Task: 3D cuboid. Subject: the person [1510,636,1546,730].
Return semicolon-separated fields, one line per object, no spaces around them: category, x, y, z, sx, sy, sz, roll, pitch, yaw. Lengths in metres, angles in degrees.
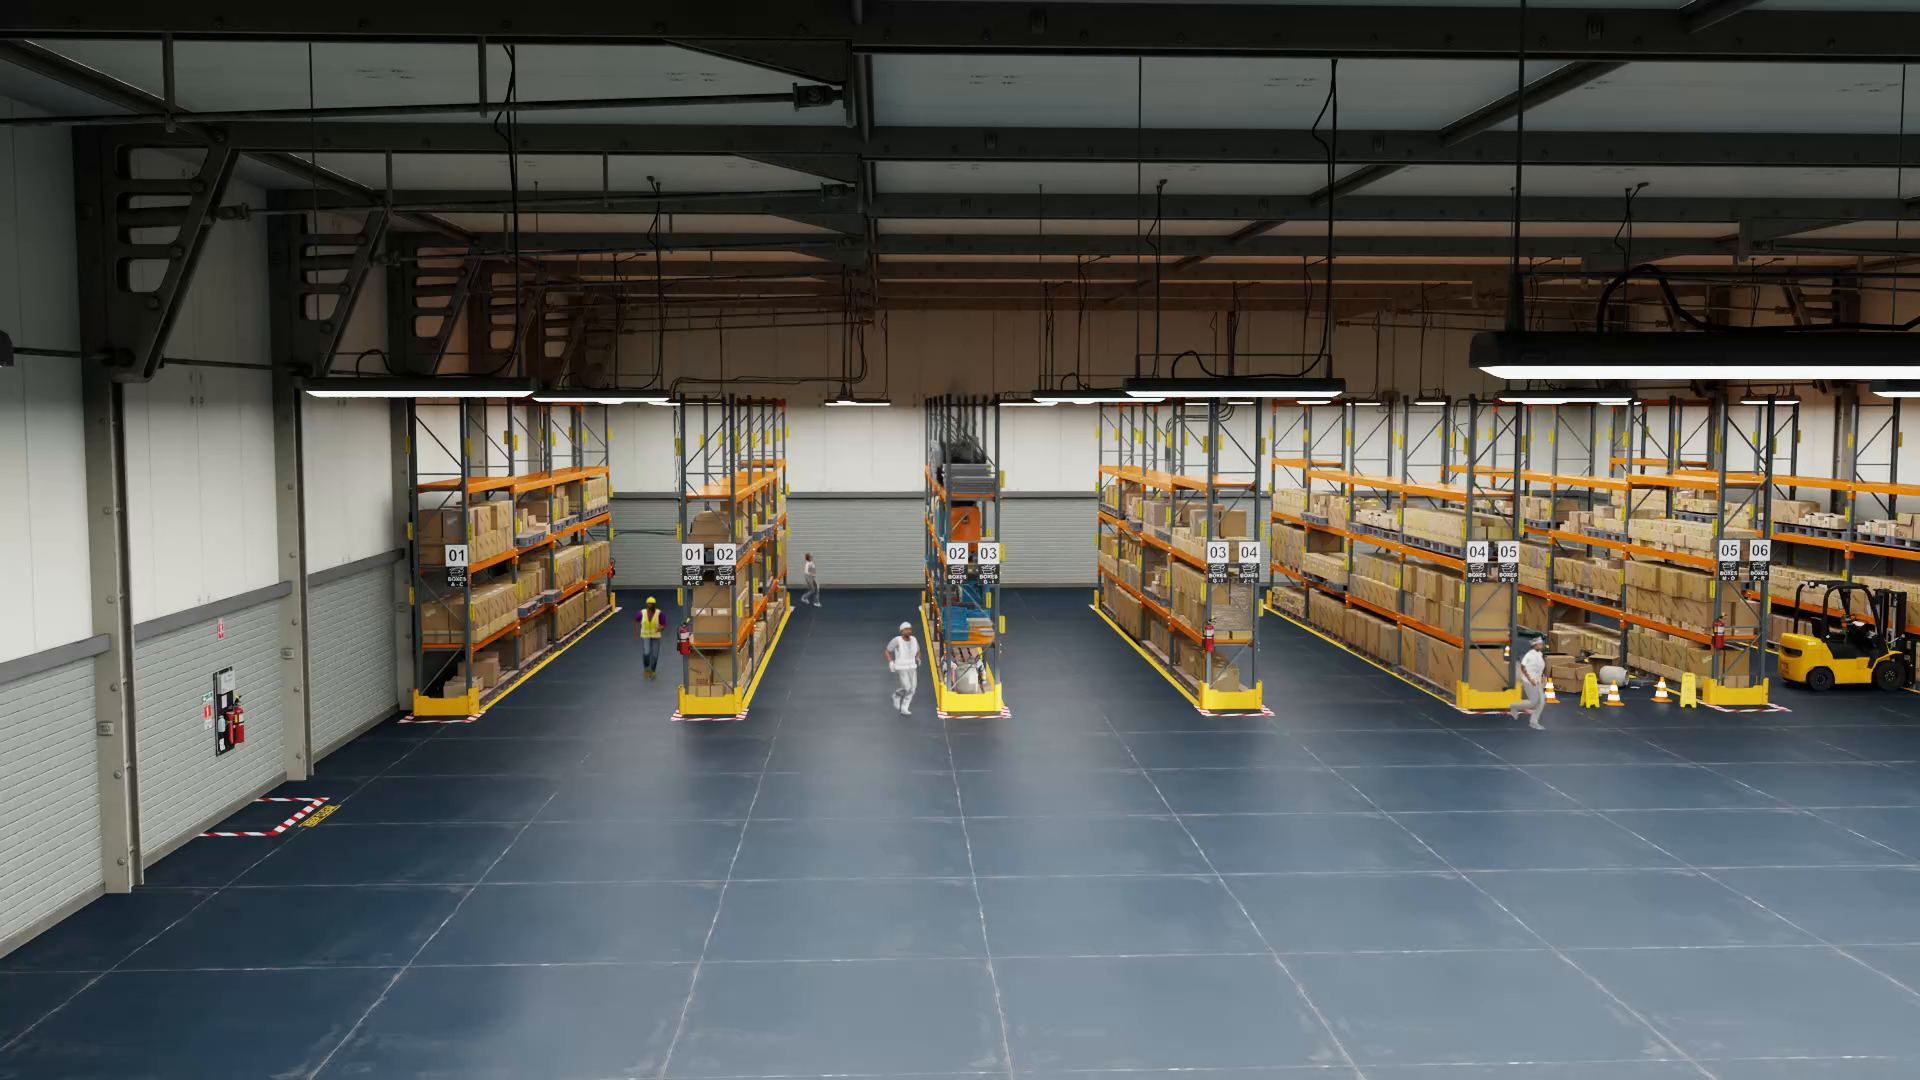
person;10.254;2.545;29.911;0.659;1.670;0.598;4;6;42

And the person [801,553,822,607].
person;-4.338;1.158;48.013;0.663;1.573;0.558;2;5;20

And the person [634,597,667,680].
person;-6.534;2.073;35.108;0.675;1.750;0.771;-1;5;-12

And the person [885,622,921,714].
person;-0.993;2.401;31.045;0.682;1.732;0.584;-3;5;-32

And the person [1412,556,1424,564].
person;13.594;0.974;49.234;0.669;1.753;0.686;1;5;12
